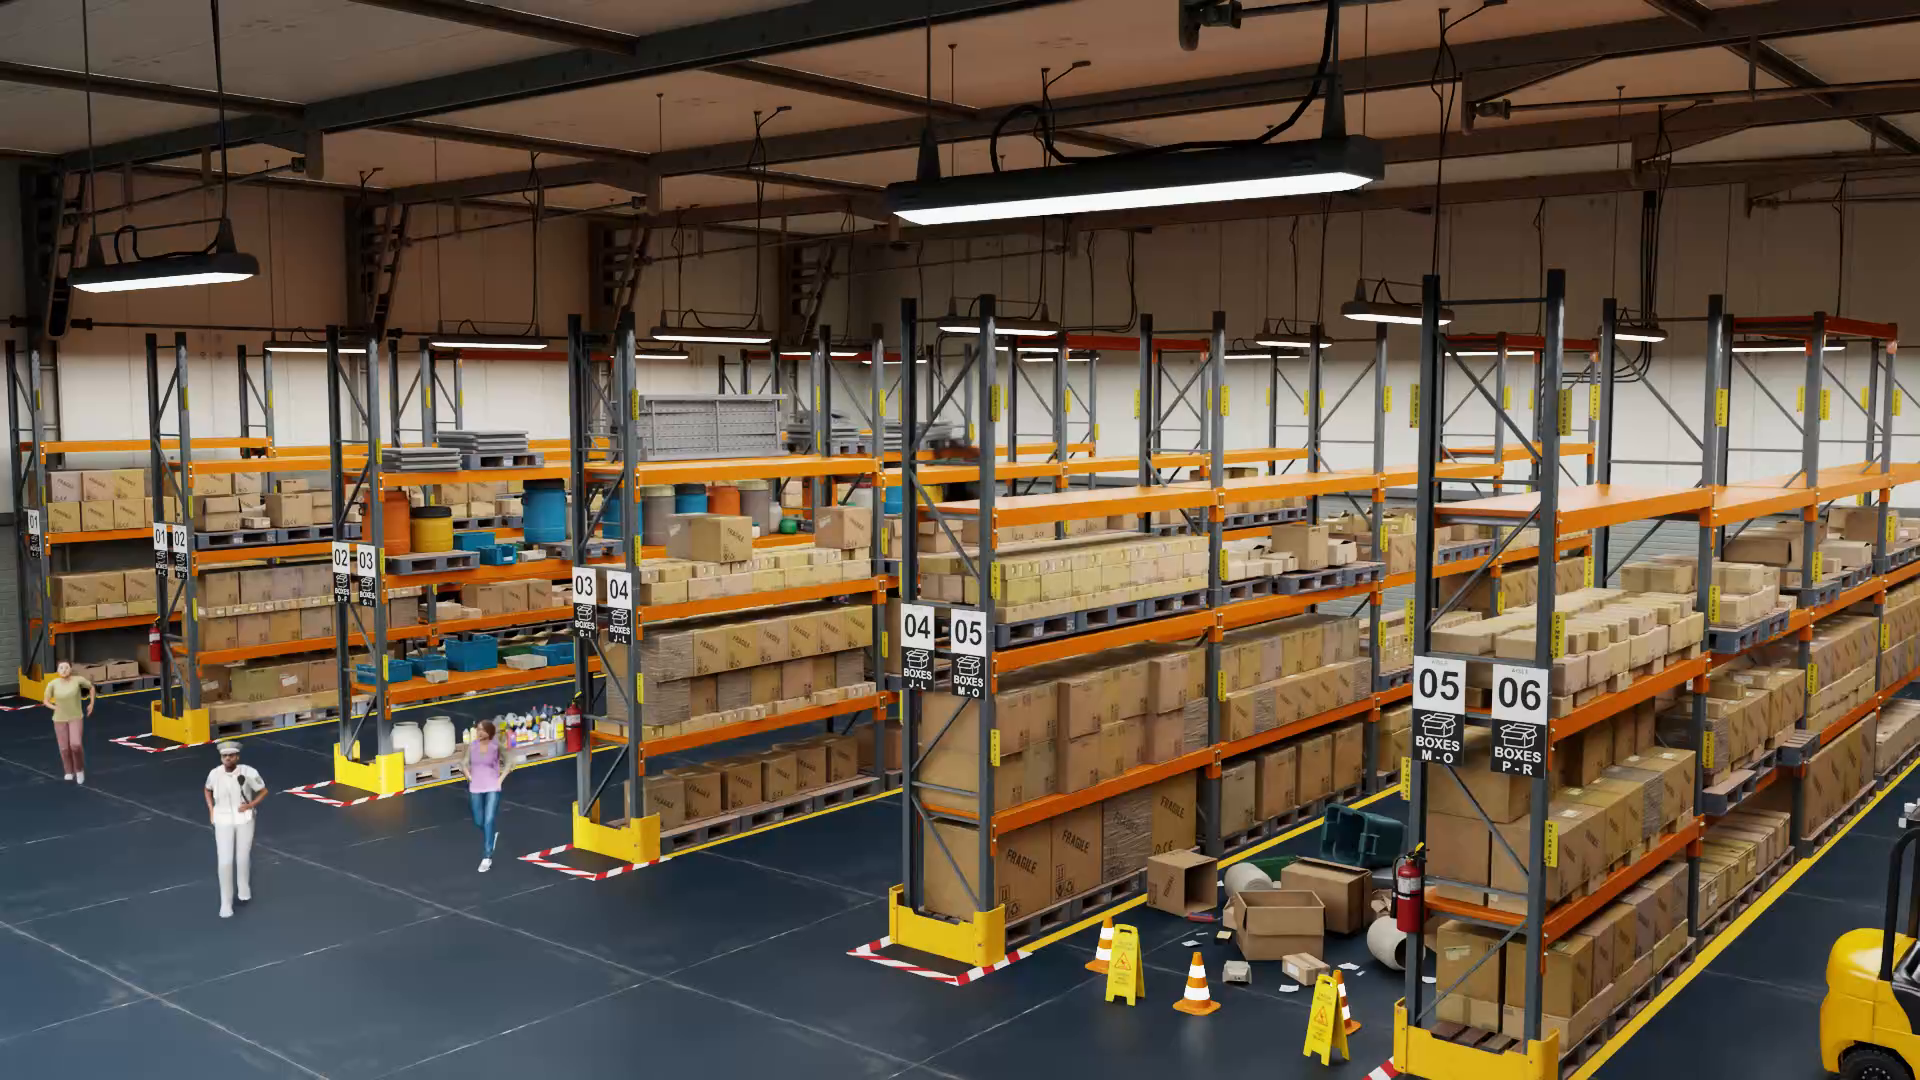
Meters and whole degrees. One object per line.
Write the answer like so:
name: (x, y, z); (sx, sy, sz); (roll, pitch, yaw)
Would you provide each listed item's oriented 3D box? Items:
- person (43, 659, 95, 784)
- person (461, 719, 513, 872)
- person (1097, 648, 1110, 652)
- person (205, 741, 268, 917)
person: (-11.685, 2.388, 21.821); (0.594, 1.684, 0.650); (-2, 6, -24)
person: (-5.175, 2.744, 18.144); (0.544, 1.599, 0.743); (0, 5, 4)
person: (2.133, 1.934, 22.849); (0.667, 1.825, 0.872); (4, 7, 38)
person: (-7.212, 2.846, 16.597); (0.601, 1.773, 0.699); (-2, 5, -18)
